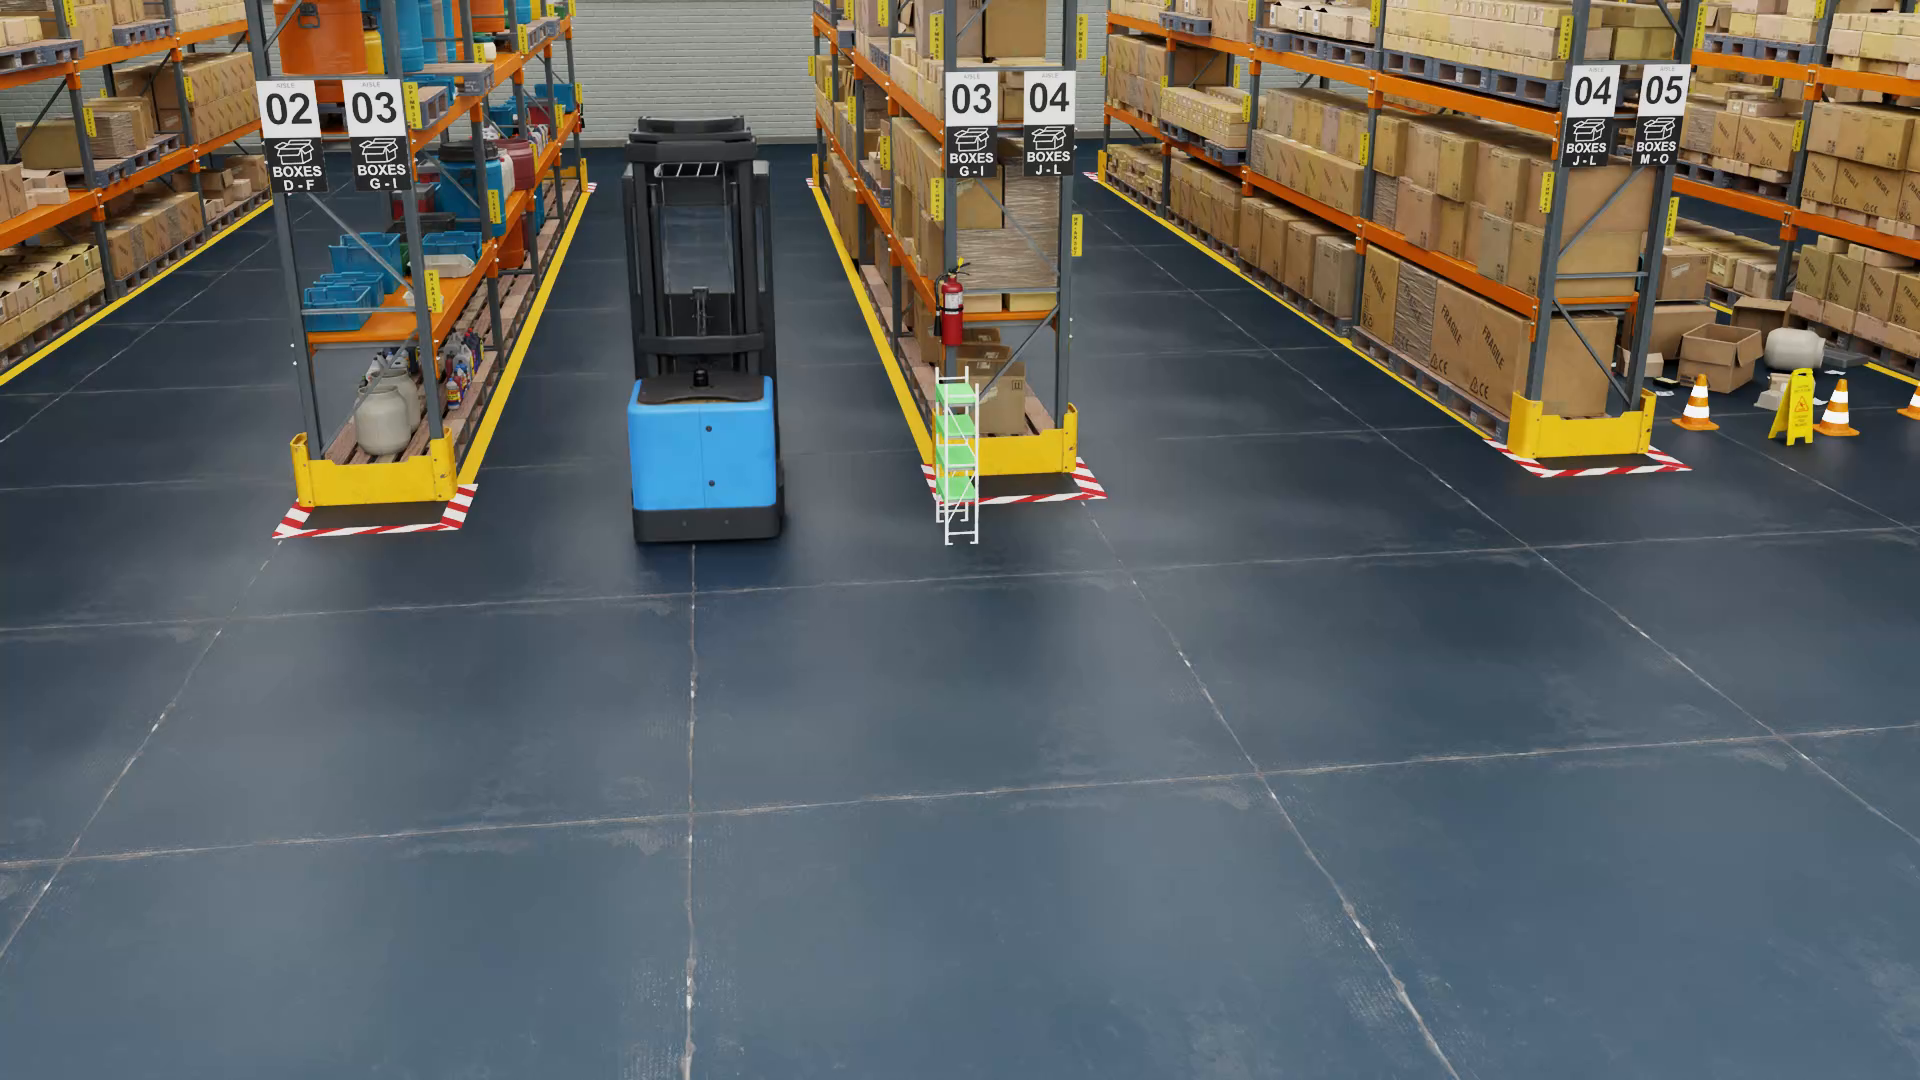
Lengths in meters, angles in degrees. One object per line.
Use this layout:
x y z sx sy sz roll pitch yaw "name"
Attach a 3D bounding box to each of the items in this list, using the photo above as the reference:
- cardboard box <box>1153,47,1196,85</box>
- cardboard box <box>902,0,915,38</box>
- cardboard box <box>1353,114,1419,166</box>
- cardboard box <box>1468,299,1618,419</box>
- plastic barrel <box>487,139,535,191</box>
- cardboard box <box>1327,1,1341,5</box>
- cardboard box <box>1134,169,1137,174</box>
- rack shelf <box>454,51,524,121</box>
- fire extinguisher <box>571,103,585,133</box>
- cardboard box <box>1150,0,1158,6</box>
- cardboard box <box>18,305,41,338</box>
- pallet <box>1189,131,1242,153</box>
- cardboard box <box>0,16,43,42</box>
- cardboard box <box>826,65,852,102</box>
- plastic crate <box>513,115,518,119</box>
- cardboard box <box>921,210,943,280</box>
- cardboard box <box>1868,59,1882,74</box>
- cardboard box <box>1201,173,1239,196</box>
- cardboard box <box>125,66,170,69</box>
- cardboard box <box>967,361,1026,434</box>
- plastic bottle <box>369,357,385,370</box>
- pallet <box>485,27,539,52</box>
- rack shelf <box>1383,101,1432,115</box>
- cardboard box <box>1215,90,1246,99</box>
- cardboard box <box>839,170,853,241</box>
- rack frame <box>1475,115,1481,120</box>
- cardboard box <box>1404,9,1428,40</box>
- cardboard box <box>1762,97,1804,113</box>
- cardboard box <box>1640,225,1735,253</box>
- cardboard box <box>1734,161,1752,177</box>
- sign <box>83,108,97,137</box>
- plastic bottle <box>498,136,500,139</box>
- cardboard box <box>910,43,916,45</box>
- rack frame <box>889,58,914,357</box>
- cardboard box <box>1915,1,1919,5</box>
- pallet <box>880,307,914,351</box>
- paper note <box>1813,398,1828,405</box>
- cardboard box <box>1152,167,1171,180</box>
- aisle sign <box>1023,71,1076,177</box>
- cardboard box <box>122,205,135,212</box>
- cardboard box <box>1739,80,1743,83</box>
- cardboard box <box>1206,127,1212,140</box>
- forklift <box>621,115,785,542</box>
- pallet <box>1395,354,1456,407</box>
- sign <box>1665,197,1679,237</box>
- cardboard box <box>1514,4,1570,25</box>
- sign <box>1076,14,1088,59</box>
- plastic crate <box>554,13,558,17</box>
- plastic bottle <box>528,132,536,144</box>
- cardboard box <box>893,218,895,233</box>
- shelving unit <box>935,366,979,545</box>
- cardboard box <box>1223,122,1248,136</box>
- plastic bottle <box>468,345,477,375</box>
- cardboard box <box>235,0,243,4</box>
3.234 -7.146 25.065 0.500 0.500 0.500 -4 21 -10 "cardboard box"
-0.170 -5.175 16.751 0.797 0.503 0.637 -4 21 -10 "cardboard box"
4.645 -4.259 17.761 0.700 0.500 0.500 -3 21 -9 "cardboard box"
5.136 -1.620 14.704 0.875 0.875 0.875 -3 21 -7 "cardboard box"
-5.311 -4.411 19.544 0.600 0.536 0.708 -3 21 -8 "plastic barrel"
4.594 -6.218 19.674 0.500 0.311 0.500 -3 21 -8 "cardboard box"
3.063 -6.082 27.263 0.380 0.149 0.250 -2 21 -5 "cardboard box"
-5.389 -4.868 17.704 1.077 0.370 4.000 -3 21 -8 "rack shelf"
-6.403 -7.127 27.653 0.296 0.674 0.183 -3 21 -8 "fire extinguisher"
3.188 -8.239 25.202 0.500 0.250 0.500 -4 21 -10 "cardboard box"
-9.966 -2.276 17.353 0.500 0.250 0.500 -4 21 -9 "cardboard box"
3.820 -5.551 23.065 1.003 0.211 1.213 -3 21 -8 "pallet"
-10.459 -5.621 18.307 0.500 0.250 0.500 -4 21 -12 "cardboard box"
-1.752 -6.867 25.032 0.500 0.500 0.500 -3 21 -7 "cardboard box"
-6.803 -6.370 25.275 0.293 0.136 0.466 -3 21 -8 "plastic crate"
0.134 -2.518 14.101 0.875 0.500 0.500 -3 21 -8 "cardboard box"
9.536 -4.851 16.988 0.380 0.149 0.250 -3 21 -8 "cardboard box"
3.647 -4.909 22.974 0.500 0.250 0.500 -2 21 -6 "cardboard box"
-11.562 -6.483 23.716 0.500 0.500 0.500 -3 21 -9 "cardboard box"
0.303 -1.215 14.155 0.500 0.500 0.500 1 20 2 "cardboard box"
-5.280 -1.495 15.090 0.144 0.351 0.185 -2 21 -6 "plastic bottle"
-5.691 -6.079 20.188 1.003 0.211 1.213 -3 21 -8 "pallet"
8.165 -6.983 27.652 1.077 0.370 4.000 -3 21 -8 "rack shelf"
3.896 -6.388 23.942 0.380 0.149 0.250 -4 21 -9 "cardboard box"
-0.976 -4.493 22.394 1.225 0.875 0.875 -3 21 -8 "cardboard box"
8.453 -6.627 25.672 1.000 3.000 0.127 -3 21 -8 "rack frame"
4.590 -4.932 15.894 0.500 0.250 0.500 -3 21 -8 "cardboard box"
9.630 -5.096 19.477 0.380 0.149 0.250 -2 21 -5 "cardboard box"
9.216 -3.757 21.143 0.950 0.372 0.625 -3 21 -9 "cardboard box"
9.166 -4.280 19.148 0.380 0.149 0.250 -3 21 -9 "cardboard box"
-10.031 -4.816 19.167 0.100 0.325 0.005 -3 21 -8 "sign"
-6.391 -5.491 22.915 0.097 0.201 0.097 0 20 0 "plastic bottle"
-0.256 -4.484 15.293 0.380 0.149 0.250 -2 21 -6 "cardboard box"
-0.200 -3.357 16.918 1.000 3.000 0.127 -3 21 -8 "rack frame"
13.556 -7.482 23.318 0.380 0.149 0.250 -3 21 -7 "cardboard box"
-0.314 -2.321 18.128 1.003 0.211 1.213 -3 21 -8 "pallet"
8.077 -1.308 15.675 0.148 0.019 0.142 -11 23 -26 "paper note"
3.185 -5.679 25.758 0.380 0.149 0.250 -3 21 -7 "cardboard box"
0.682 -3.184 12.738 0.394 0.787 0.004 -3 21 -8 "aisle sign"
-11.175 -4.127 21.922 0.500 0.500 0.500 -3 21 -7 "cardboard box"
13.332 -7.656 28.215 0.500 0.250 0.500 -3 21 -8 "cardboard box"
3.516 -5.446 22.268 0.380 0.149 0.250 -3 21 -8 "cardboard box"
-1.987 -1.831 12.928 1.130 2.935 3.031 -2 21 -6 "forklift"
4.934 -1.576 16.133 1.003 0.211 1.213 -3 21 -8 "pallet"
5.849 -2.656 13.690 0.100 0.325 0.005 -3 21 -8 "sign"
4.844 -4.367 13.811 0.380 0.149 0.250 -3 21 -7 "cardboard box"
0.914 -3.815 12.606 0.100 0.325 0.005 -3 21 -8 "sign"
-6.288 -7.841 25.013 0.437 0.136 0.530 -3 21 -8 "plastic crate"
-5.639 -5.171 21.845 0.144 0.351 0.185 -3 21 -8 "plastic bottle"
-0.467 -3.150 16.722 0.380 0.149 0.250 -3 21 -8 "cardboard box"
-0.024 -0.619 12.160 0.258 1.200 0.503 -3 21 -8 "shelving unit"
3.624 -5.324 21.517 0.380 0.149 0.250 -2 21 -7 "cardboard box"
-4.631 -1.712 15.766 0.061 0.283 0.133 -2 21 -4 "plastic bottle"
-11.407 -8.418 25.680 0.500 0.250 0.500 -3 21 -8 "cardboard box"
